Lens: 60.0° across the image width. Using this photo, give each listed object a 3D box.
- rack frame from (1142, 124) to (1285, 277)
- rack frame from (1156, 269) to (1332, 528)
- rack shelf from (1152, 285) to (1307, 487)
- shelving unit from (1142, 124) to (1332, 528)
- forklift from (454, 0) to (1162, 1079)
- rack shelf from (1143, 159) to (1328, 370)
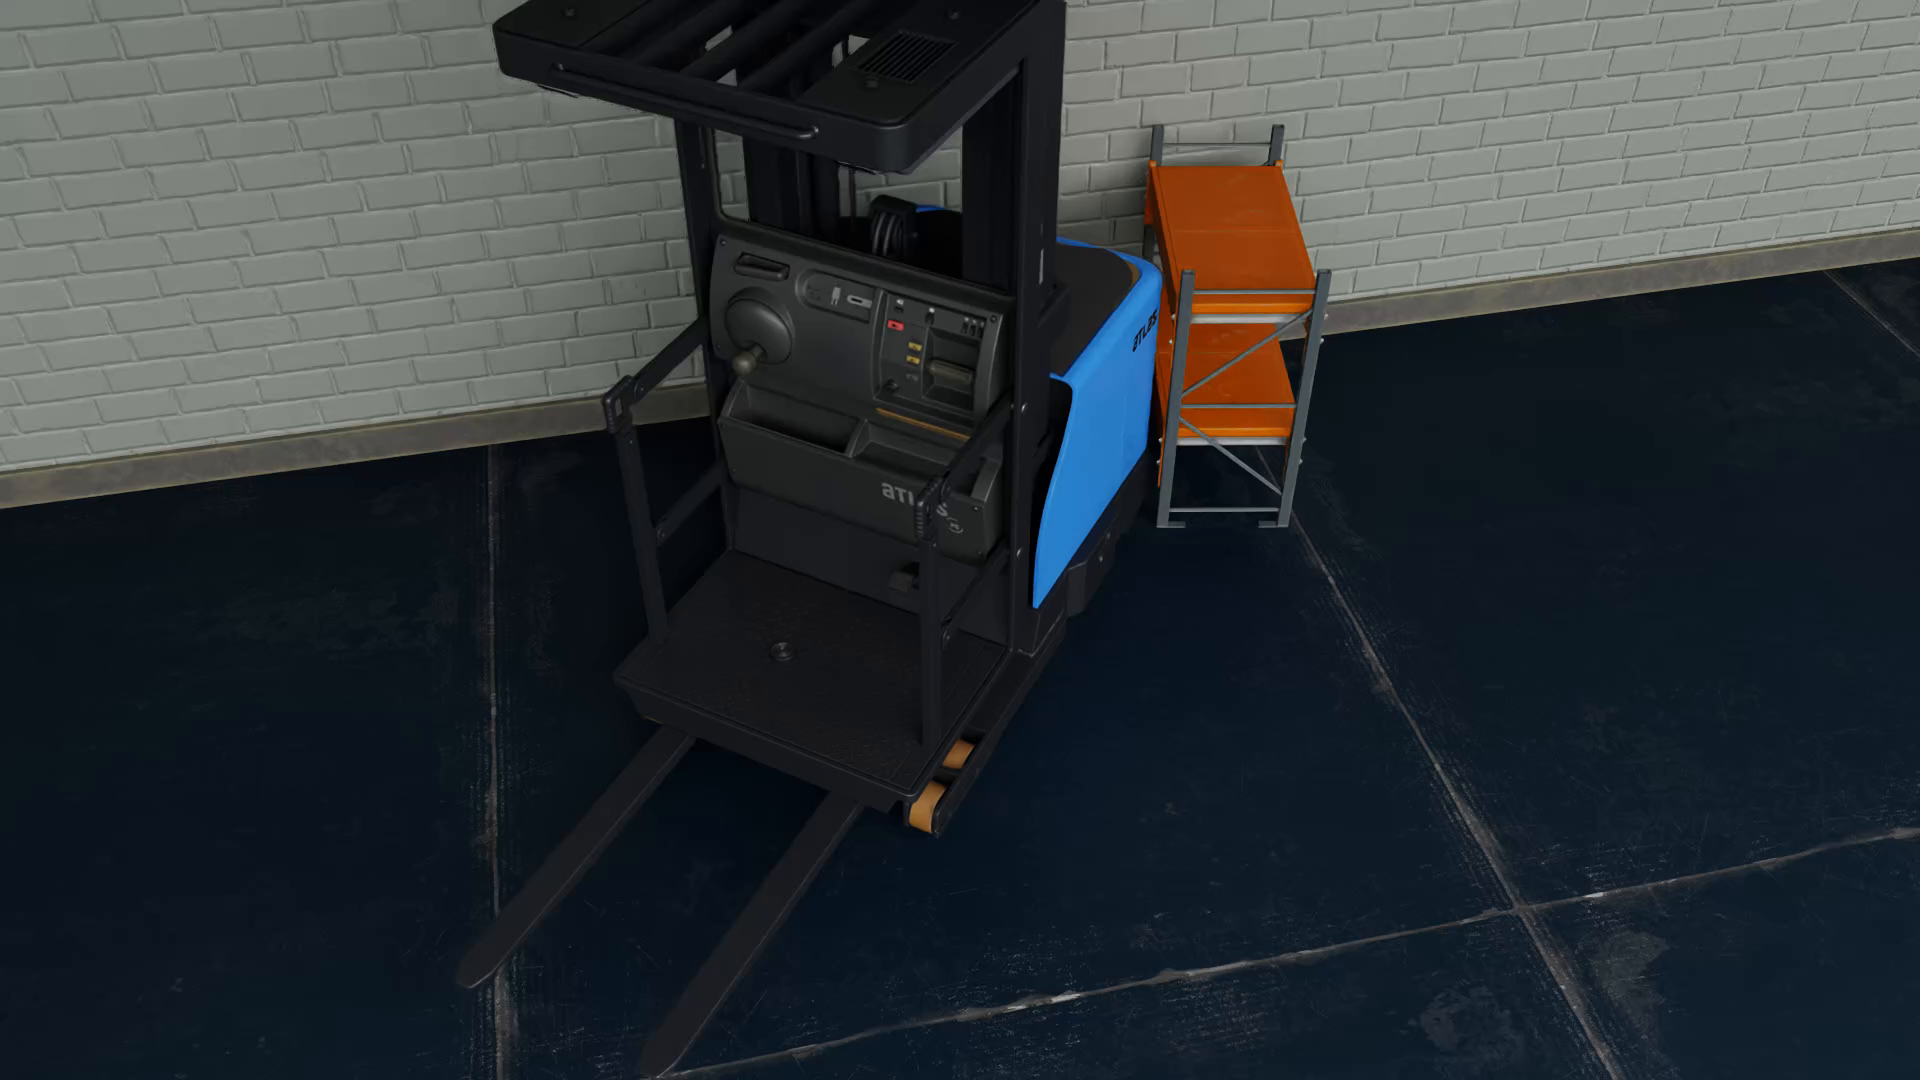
[{"bbox_3d":[0.985,-1.153,6.701,0.500,1.125,0.032,0,42,0],"label":"rack frame"},{"bbox_3d":[0.994,-0.478,5.941,0.500,1.125,0.032,0,42,0],"label":"rack frame"},{"bbox_3d":[0.989,-0.632,6.483,0.538,0.278,1.000,0,42,0],"label":"rack shelf"},{"bbox_3d":[0.989,-0.815,6.321,0.538,1.125,1.048,0,42,0],"label":"shelving unit"},{"bbox_3d":[-0.405,-0.519,4.627,1.130,2.935,3.031,19,45,20],"label":"forklift"},{"bbox_3d":[0.989,-1.034,6.127,0.538,0.278,1.000,0,42,0],"label":"rack shelf"}]
